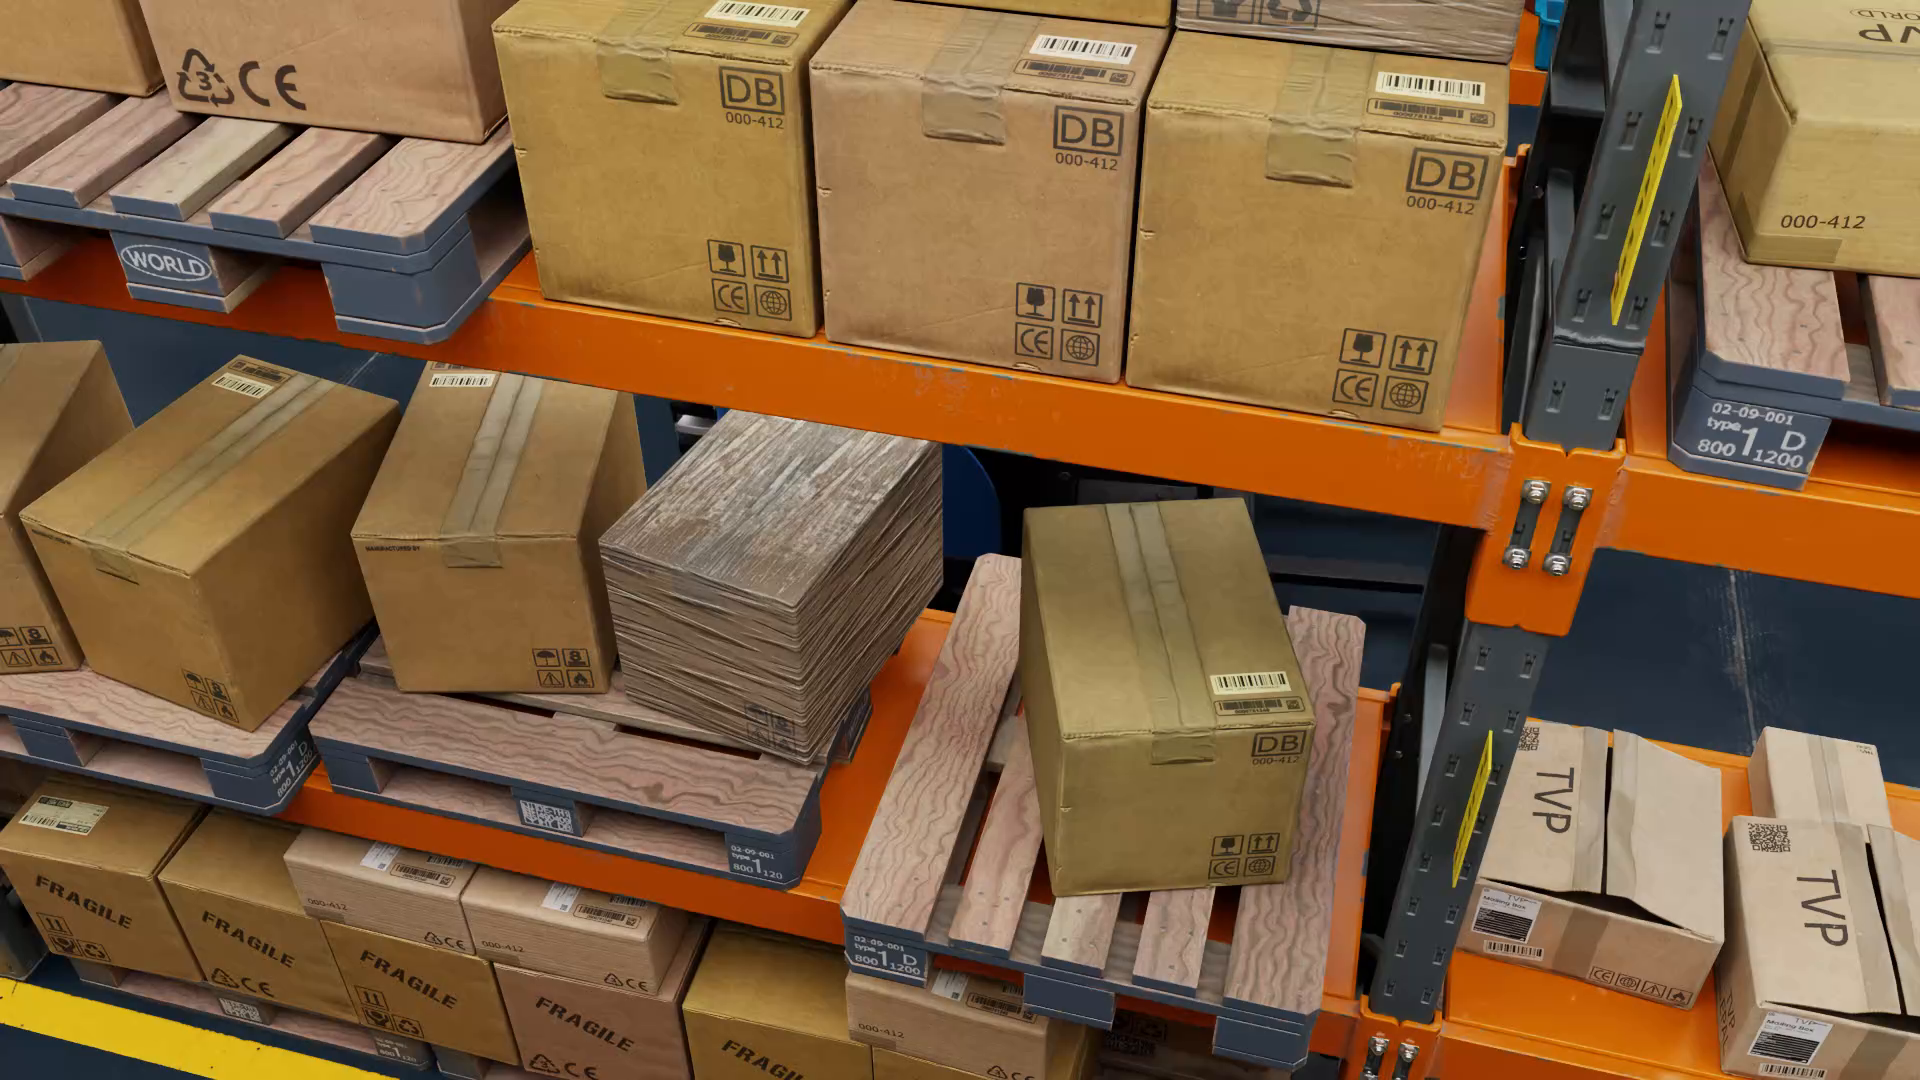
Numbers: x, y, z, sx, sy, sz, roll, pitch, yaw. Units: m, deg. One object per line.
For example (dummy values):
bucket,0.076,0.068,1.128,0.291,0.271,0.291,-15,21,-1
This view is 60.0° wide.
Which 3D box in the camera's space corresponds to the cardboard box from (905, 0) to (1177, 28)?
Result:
cardboard box,0.142,-1.170,2.623,0.500,0.500,0.500,10,41,11

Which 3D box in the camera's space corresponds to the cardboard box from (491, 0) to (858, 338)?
cardboard box,-0.371,-0.849,3.018,0.500,0.500,0.910,10,41,11

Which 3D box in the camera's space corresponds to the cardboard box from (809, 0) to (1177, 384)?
cardboard box,0.131,-0.762,2.915,0.500,0.500,0.910,10,41,11

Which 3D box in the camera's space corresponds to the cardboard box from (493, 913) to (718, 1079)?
cardboard box,-0.918,1.171,4.625,0.500,0.500,0.500,8,41,10

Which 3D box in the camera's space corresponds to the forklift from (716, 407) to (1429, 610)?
forklift,0.666,-1.097,5.777,3.031,2.935,1.130,5,40,6

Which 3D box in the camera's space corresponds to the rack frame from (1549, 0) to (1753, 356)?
rack frame,1.054,-1.736,1.820,0.127,3.000,1.000,10,41,11

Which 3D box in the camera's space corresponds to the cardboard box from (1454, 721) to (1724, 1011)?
cardboard box,1.394,0.683,3.674,0.500,0.311,0.500,12,42,14

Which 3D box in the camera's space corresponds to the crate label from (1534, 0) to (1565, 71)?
crate label,2.648,-2.148,7.106,0.416,0.233,0.303,10,41,11

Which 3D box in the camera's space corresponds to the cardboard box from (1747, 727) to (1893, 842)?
cardboard box,1.994,0.635,3.856,0.250,0.149,0.380,10,41,11

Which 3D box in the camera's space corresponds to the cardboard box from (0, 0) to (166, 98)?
cardboard box,-1.691,-1.263,3.107,0.600,0.600,0.600,9,41,11

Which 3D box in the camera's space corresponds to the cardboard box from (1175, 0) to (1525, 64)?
cardboard box,0.634,-1.085,2.522,0.500,0.500,0.500,10,41,11

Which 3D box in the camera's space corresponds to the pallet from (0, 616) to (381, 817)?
pallet,-2.066,0.170,4.364,1.213,0.211,1.003,10,41,11

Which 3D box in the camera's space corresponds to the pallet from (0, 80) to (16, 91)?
pallet,-2.198,-1.028,3.456,1.003,0.211,1.213,10,41,11

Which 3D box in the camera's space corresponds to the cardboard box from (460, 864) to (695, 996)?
cardboard box,-0.955,0.879,4.390,0.500,0.250,0.500,9,41,11

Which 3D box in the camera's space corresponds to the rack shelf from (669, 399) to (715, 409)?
rack shelf,-1.007,-0.629,6.560,0.200,0.077,0.258,10,41,19

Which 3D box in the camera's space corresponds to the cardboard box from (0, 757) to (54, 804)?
cardboard box,-3.159,0.553,5.507,0.500,0.311,0.500,10,41,11

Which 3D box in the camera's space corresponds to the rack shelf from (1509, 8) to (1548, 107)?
rack shelf,4.270,-1.907,7.248,4.000,0.370,1.077,10,41,11

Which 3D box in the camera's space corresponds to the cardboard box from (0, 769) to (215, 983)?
cardboard box,-2.406,0.917,4.928,0.500,0.500,0.500,8,41,9

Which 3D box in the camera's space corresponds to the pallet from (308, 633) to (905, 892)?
pallet,-0.826,0.314,4.193,1.213,0.211,1.003,10,41,11

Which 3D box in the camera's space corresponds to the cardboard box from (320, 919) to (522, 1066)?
cardboard box,-1.407,1.086,4.726,0.500,0.500,0.500,10,41,12

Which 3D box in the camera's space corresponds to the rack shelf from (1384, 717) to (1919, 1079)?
rack shelf,2.986,1.169,3.585,4.000,0.370,1.077,10,41,11

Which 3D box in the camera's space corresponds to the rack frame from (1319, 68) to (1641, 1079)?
rack frame,1.054,0.561,3.749,0.127,3.000,1.000,10,41,11

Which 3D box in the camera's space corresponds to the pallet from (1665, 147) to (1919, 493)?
pallet,1.733,-0.458,2.777,1.003,0.211,1.213,12,41,13

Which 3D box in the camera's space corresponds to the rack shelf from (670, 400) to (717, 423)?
rack shelf,-1.000,-0.558,6.615,0.200,0.077,0.258,10,41,19

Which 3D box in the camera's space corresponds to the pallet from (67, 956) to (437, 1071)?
pallet,-2.014,1.076,5.305,1.213,0.211,1.003,10,41,11

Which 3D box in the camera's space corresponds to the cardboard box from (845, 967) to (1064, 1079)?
cardboard box,0.035,1.046,4.190,0.500,0.250,0.500,11,41,13

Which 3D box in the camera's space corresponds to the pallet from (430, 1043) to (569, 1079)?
pallet,-0.832,1.277,5.065,1.213,0.211,1.003,10,41,11

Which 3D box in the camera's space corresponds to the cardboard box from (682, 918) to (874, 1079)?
cardboard box,-0.410,1.254,4.526,0.500,0.500,0.500,8,41,10

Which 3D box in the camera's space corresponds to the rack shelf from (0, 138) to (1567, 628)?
rack shelf,-0.878,-0.644,3.412,4.000,0.370,1.077,10,41,11

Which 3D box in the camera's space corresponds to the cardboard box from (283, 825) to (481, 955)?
cardboard box,-1.440,0.796,4.488,0.500,0.250,0.500,10,41,12

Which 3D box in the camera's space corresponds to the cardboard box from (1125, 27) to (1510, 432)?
cardboard box,0.624,-0.677,2.814,0.500,0.500,0.910,10,41,11

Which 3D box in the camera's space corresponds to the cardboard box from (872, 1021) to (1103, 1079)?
cardboard box,0.090,1.340,4.423,0.500,0.500,0.500,11,41,13

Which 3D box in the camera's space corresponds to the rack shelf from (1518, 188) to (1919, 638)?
rack shelf,2.986,0.021,2.620,4.000,0.370,1.077,10,41,11

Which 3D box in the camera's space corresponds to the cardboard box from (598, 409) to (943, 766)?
cardboard box,-0.417,0.057,3.946,0.500,0.500,0.700,17,43,20

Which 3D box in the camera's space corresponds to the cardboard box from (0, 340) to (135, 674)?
cardboard box,-2.410,-0.085,4.115,0.500,0.500,0.700,-3,40,-3

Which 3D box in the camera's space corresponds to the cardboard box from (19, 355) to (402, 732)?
cardboard box,-1.729,-0.010,4.025,0.500,0.500,0.700,16,43,18

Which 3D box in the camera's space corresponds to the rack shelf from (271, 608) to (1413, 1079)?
rack shelf,-0.878,0.504,4.377,4.000,0.370,1.077,10,41,11

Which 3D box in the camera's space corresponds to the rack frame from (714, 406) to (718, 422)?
rack frame,-0.901,-0.497,6.617,0.006,0.900,0.240,10,41,19

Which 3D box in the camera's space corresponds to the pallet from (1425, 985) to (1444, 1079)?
pallet,1.839,1.790,4.454,1.213,0.211,1.003,10,41,11

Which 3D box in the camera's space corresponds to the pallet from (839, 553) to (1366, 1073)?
pallet,0.381,0.566,3.893,1.003,0.211,1.213,10,41,11

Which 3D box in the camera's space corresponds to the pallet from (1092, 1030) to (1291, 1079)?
pallet,0.343,1.481,4.822,1.213,0.211,1.003,10,41,11

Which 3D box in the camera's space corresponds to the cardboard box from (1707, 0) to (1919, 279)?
cardboard box,1.507,-0.650,2.650,0.500,0.250,0.500,7,41,8

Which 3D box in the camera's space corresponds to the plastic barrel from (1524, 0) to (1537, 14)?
plastic barrel,2.865,-2.679,7.501,0.708,0.536,0.600,10,41,11

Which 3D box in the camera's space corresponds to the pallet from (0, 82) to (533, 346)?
pallet,-1.195,-0.858,3.253,1.003,0.211,1.213,10,41,11

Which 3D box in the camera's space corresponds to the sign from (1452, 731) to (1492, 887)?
sign,0.923,0.487,2.999,0.005,0.325,0.100,10,41,11

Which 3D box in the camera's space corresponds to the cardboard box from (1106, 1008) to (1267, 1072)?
cardboard box,0.688,1.097,4.713,0.500,0.500,0.500,11,41,13

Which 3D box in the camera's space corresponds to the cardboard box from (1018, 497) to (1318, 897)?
cardboard box,0.417,0.327,3.623,0.500,0.500,0.700,-3,40,-3

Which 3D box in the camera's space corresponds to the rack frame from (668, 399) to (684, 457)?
rack frame,-1.090,-0.531,6.684,0.006,0.900,0.240,10,41,19

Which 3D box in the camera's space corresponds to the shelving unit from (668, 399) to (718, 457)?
shelving unit,-0.995,-0.514,6.650,0.210,0.900,0.258,10,41,19

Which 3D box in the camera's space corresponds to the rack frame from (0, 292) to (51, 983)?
rack frame,-2.810,-0.104,4.541,0.127,3.000,1.000,10,41,11

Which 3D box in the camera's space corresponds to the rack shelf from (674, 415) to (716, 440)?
rack shelf,-0.993,-0.488,6.671,0.200,0.077,0.258,10,41,19

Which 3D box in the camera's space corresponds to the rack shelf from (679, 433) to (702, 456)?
rack shelf,-0.986,-0.417,6.726,0.200,0.077,0.258,10,41,19

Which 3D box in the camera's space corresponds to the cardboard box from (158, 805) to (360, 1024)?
cardboard box,-1.887,0.999,4.830,0.500,0.500,0.500,10,41,12

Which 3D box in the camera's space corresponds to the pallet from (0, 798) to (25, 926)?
pallet,-3.473,0.849,5.575,1.213,0.211,1.003,10,41,11

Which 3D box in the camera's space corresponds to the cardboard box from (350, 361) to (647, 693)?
cardboard box,-1.087,-0.047,4.070,0.500,0.500,0.700,0,40,0

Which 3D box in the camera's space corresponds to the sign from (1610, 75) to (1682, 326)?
sign,0.912,-0.449,2.217,0.005,0.325,0.100,10,41,11

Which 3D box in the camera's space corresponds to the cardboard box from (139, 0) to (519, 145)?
cardboard box,-1.053,-1.140,2.961,0.600,0.600,0.600,8,41,10

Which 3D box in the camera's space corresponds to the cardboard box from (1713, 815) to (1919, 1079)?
cardboard box,1.868,0.864,3.458,0.500,0.311,0.500,9,41,11
